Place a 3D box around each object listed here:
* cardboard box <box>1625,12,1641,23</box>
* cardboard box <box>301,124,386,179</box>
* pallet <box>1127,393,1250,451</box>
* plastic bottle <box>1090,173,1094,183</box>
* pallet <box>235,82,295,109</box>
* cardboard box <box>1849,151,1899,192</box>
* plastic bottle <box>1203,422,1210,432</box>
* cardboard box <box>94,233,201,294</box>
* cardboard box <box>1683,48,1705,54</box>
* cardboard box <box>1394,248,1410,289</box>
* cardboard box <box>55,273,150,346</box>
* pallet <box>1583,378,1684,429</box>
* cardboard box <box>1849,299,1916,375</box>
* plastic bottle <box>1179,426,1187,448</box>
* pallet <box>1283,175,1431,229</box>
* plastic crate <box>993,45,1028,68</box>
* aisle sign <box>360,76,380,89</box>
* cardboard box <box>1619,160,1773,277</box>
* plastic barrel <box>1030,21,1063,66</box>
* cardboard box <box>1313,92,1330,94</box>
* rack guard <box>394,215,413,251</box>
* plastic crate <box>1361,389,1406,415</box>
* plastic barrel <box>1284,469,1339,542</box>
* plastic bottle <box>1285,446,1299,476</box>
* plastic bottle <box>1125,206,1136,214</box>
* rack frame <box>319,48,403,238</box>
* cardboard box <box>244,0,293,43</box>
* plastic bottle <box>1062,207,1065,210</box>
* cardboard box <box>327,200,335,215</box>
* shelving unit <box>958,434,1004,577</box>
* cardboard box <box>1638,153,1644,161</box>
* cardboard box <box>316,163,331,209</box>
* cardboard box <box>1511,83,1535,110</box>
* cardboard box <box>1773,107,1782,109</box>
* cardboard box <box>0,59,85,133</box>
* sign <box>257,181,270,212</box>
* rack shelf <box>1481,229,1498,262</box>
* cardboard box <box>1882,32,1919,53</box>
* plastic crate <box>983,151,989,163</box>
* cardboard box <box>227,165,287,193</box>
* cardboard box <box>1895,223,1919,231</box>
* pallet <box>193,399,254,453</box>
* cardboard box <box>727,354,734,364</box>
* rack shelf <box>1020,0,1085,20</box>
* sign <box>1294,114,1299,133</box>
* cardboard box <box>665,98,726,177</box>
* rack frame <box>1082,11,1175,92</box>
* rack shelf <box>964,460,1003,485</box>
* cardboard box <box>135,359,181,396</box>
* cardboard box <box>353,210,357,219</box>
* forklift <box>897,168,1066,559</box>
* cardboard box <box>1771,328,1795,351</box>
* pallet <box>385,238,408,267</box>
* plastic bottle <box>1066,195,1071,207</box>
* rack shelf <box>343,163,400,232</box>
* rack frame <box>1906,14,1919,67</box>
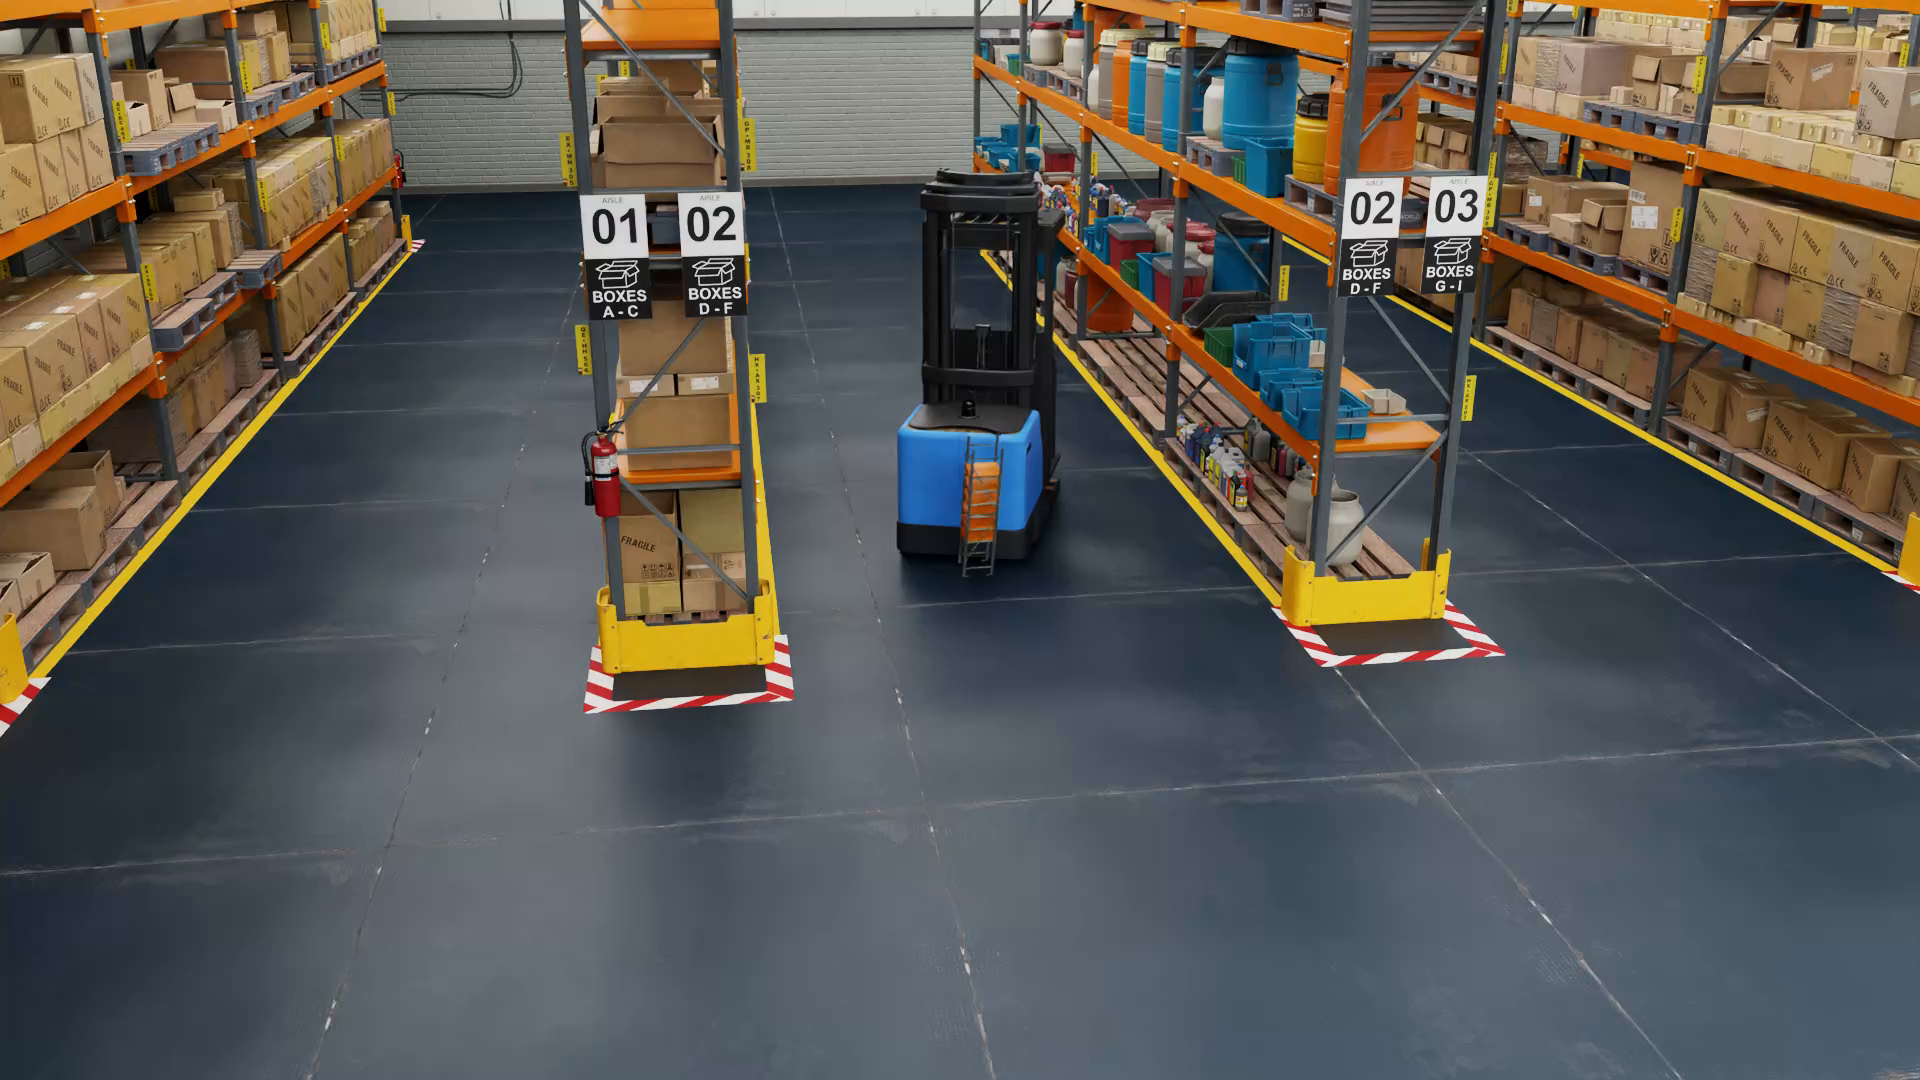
[{"bbox_3d":[10.469,-8.027,25.564,0.380,0.149,0.250,-2,21,-6],"label":"cardboard box"},{"bbox_3d":[-8.886,-5.595,23.979,0.980,0.700,0.700,-3,21,-8],"label":"cardboard box"},{"bbox_3d":[2.296,-1.190,16.600,1.003,0.211,1.213,-3,21,-8],"label":"pallet"},{"bbox_3d":[1.751,-4.671,22.007,0.144,0.351,0.185,-3,21,-8],"label":"plastic bottle"},{"bbox_3d":[-8.242,-5.036,18.894,1.003,0.211,1.213,-2,21,-5],"label":"pallet"},{"bbox_3d":[7.464,-2.931,13.203,0.500,0.250,0.500,-2,21,-7],"label":"cardboard box"},{"bbox_3d":[2.239,-0.922,15.152,0.061,0.283,0.133,-3,21,-8],"label":"plastic bottle"},{"bbox_3d":[-7.595,-2.578,15.559,0.700,0.500,0.500,0,20,0],"label":"cardboard box"},{"bbox_3d":[10.781,-6.952,23.971,0.500,0.250,0.500,-2,21,-6],"label":"cardboard box"},{"bbox_3d":[6.438,-3.917,22.354,1.225,0.875,0.875,-4,21,-10],"label":"cardboard box"},{"bbox_3d":[-6.982,-1.869,13.547,0.500,0.500,0.500,-3,21,-8],"label":"cardboard box"},{"bbox_3d":[7.235,-1.439,17.268,1.003,0.211,1.213,-3,21,-8],"label":"pallet"},{"bbox_3d":[7.683,-1.636,13.242,0.875,0.500,0.500,-3,21,-8],"label":"cardboard box"},{"bbox_3d":[2.075,-0.954,15.354,0.097,0.201,0.097,0,20,0],"label":"plastic bottle"},{"bbox_3d":[3.002,-2.449,11.970,1.003,0.211,1.213,-3,21,-8],"label":"pallet"},{"bbox_3d":[0.732,-6.948,23.914,0.437,0.282,0.530,-3,21,-8],"label":"plastic crate"},{"bbox_3d":[-8.799,-7.139,24.828,0.394,0.787,0.004,-3,21,-8],"label":"aisle sign"},{"bbox_3d":[7.373,-3.236,16.636,1.000,1.000,1.000,-3,21,-7],"label":"cardboard box"},{"bbox_3d":[1.122,-6.467,21.662,0.433,0.535,0.433,0,20,0],"label":"plastic barrel"},{"bbox_3d":[5.950,-6.896,26.610,0.500,0.500,0.500,-3,21,-7],"label":"cardboard box"},{"bbox_3d":[-9.089,-4.719,25.636,1.175,0.500,0.348,-3,21,-8],"label":"rack guard"},{"bbox_3d":[3.214,-1.044,12.601,0.298,0.136,0.250,-3,21,-8],"label":"plastic crate"},{"bbox_3d":[2.782,-0.270,13.108,0.421,0.512,0.421,0,20,0],"label":"plastic barrel"},{"bbox_3d":[2.920,-0.713,14.603,0.152,0.276,0.135,-3,21,-7],"label":"plastic bottle"},{"bbox_3d":[2.062,-3.879,19.993,0.152,0.276,0.135,-3,21,-8],"label":"plastic bottle"},{"bbox_3d":[-9.086,-5.881,25.176,1.000,3.000,0.127,-3,21,-8],"label":"rack frame"},{"bbox_3d":[-8.841,-6.656,21.363,0.500,0.500,0.500,-3,21,-8],"label":"cardboard box"},{"bbox_3d":[1.275,-3.960,20.315,0.097,0.201,0.097,0,20,0],"label":"plastic bottle"},{"bbox_3d":[-8.120,-4.199,21.003,0.380,0.149,0.250,-3,21,-7],"label":"cardboard box"},{"bbox_3d":[0.155,-0.249,12.664,0.258,1.200,0.189,-4,39,-11],"label":"shelving unit"},{"bbox_3d":[10.656,-5.884,25.541,0.380,0.149,0.250,-3,21,-9],"label":"cardboard box"},{"bbox_3d":[-8.110,-4.369,20.529,0.500,0.500,0.500,-3,21,-7],"label":"cardboard box"},{"bbox_3d":[6.588,-5.020,18.798,0.500,0.250,0.500,-3,21,-7],"label":"cardboard box"},{"bbox_3d":[7.682,-3.900,15.228,0.380,0.149,0.250,-2,21,-6],"label":"cardboard box"},{"bbox_3d":[-6.925,-3.306,12.394,0.500,0.500,0.500,-2,21,-5],"label":"cardboard box"},{"bbox_3d":[-7.397,-3.647,17.653,0.100,0.325,0.005,-3,21,-8],"label":"sign"},{"bbox_3d":[6.484,-4.216,21.747,1.077,0.370,4.000,-3,21,-8],"label":"rack shelf"},{"bbox_3d":[11.380,-6.014,20.006,0.396,0.266,0.258,-3,21,-8],"label":"cardboard box"},{"bbox_3d":[0.490,-5.833,25.339,0.250,0.136,0.298,-3,21,-8],"label":"plastic crate"},{"bbox_3d":[-7.821,-4.015,18.510,0.500,0.250,0.500,-3,21,-9],"label":"cardboard box"},{"bbox_3d":[7.977,-2.296,13.581,0.500,0.500,0.500,-3,21,-8],"label":"cardboard box"},{"bbox_3d":[-7.649,-1.113,16.395,1.003,0.211,1.213,-3,21,-8],"label":"pallet"},{"bbox_3d":[-1.762,-1.182,11.523,0.380,0.149,0.250,-3,21,-9],"label":"cardboard box"},{"bbox_3d":[1.583,-6.590,20.098,1.077,0.370,4.000,-3,21,-8],"label":"rack shelf"},{"bbox_3d":[2.994,-3.660,14.927,0.100,0.325,0.005,-3,21,-8],"label":"sign"},{"bbox_3d":[-1.847,-2.896,11.952,0.500,0.500,0.500,-3,21,-8],"label":"cardboard box"},{"bbox_3d":[1.871,-6.422,18.048,1.000,3.000,0.127,-3,21,-8],"label":"rack frame"},{"bbox_3d":[0.174,-0.497,12.471,0.258,0.103,0.180,-4,39,-11],"label":"rack shelf"},{"bbox_3d":[-7.545,-1.519,15.369,0.500,0.250,0.500,-3,21,-9],"label":"cardboard box"},{"bbox_3d":[-8.992,-4.745,24.178,0.380,0.149,0.250,-3,21,-7],"label":"cardboard box"},{"bbox_3d":[0.280,-1.700,14.078,1.130,2.935,3.031,4,21,10],"label":"forklift"},{"bbox_3d":[7.312,-1.750,14.474,0.380,0.149,0.250,-3,21,-8],"label":"cardboard box"},{"bbox_3d":[-8.893,-4.302,24.933,1.003,0.211,1.213,-3,21,-8],"label":"pallet"},{"bbox_3d":[1.342,-4.142,20.686,0.061,0.283,0.133,-3,21,-8],"label":"plastic bottle"},{"bbox_3d":[-8.797,-4.852,23.448,1.077,0.370,4.000,-3,21,-8],"label":"rack shelf"},{"bbox_3d":[11.695,-6.887,19.293,1.000,3.000,0.127,-3,21,-8],"label":"rack frame"}]
